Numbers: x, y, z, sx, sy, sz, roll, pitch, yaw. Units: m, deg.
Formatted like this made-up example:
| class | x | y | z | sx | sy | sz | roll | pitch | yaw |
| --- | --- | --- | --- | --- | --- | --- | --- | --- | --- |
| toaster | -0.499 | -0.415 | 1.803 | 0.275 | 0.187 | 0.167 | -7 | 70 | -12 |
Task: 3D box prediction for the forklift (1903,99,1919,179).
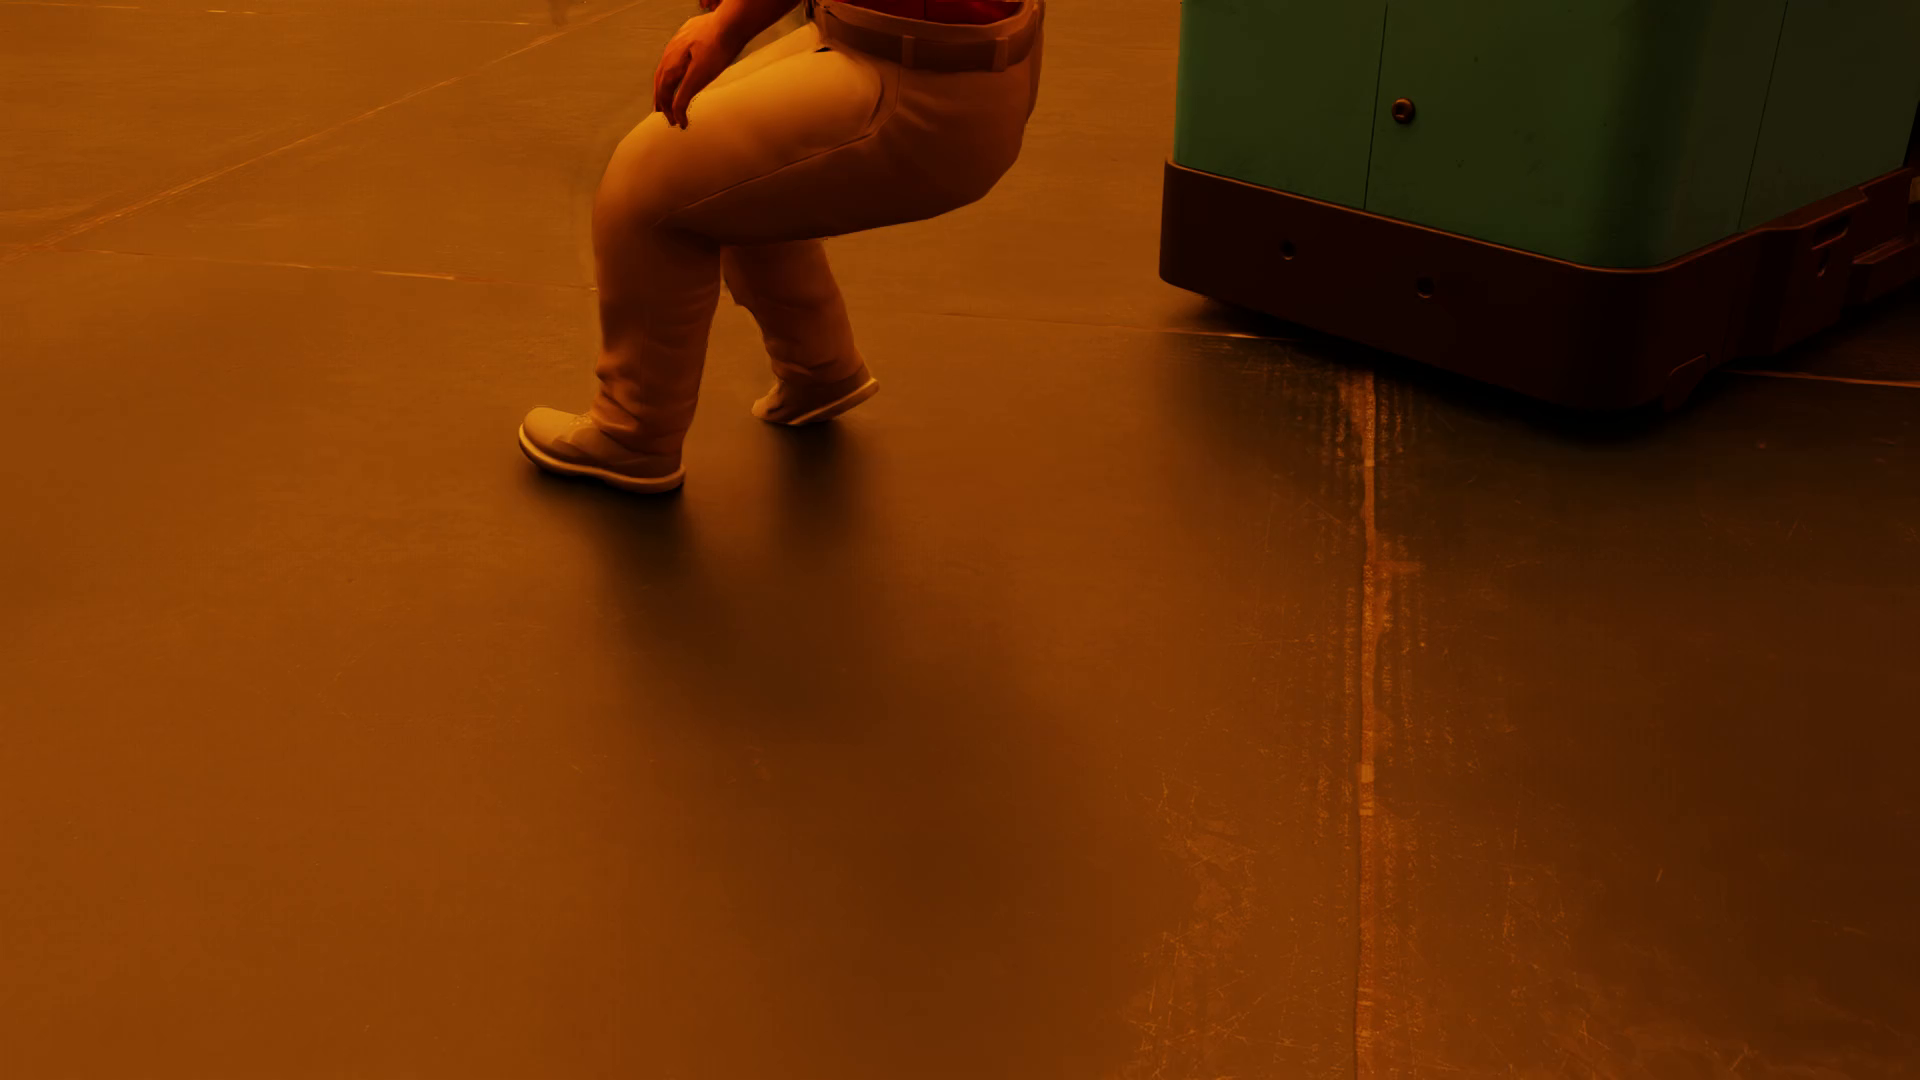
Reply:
| class | x | y | z | sx | sy | sz | roll | pitch | yaw |
| --- | --- | --- | --- | --- | --- | --- | --- | --- | --- |
| forklift | 1.894 | -2.065 | 3.409 | 2.884 | 2.867 | 1.101 | -22 | 34 | -37 |
